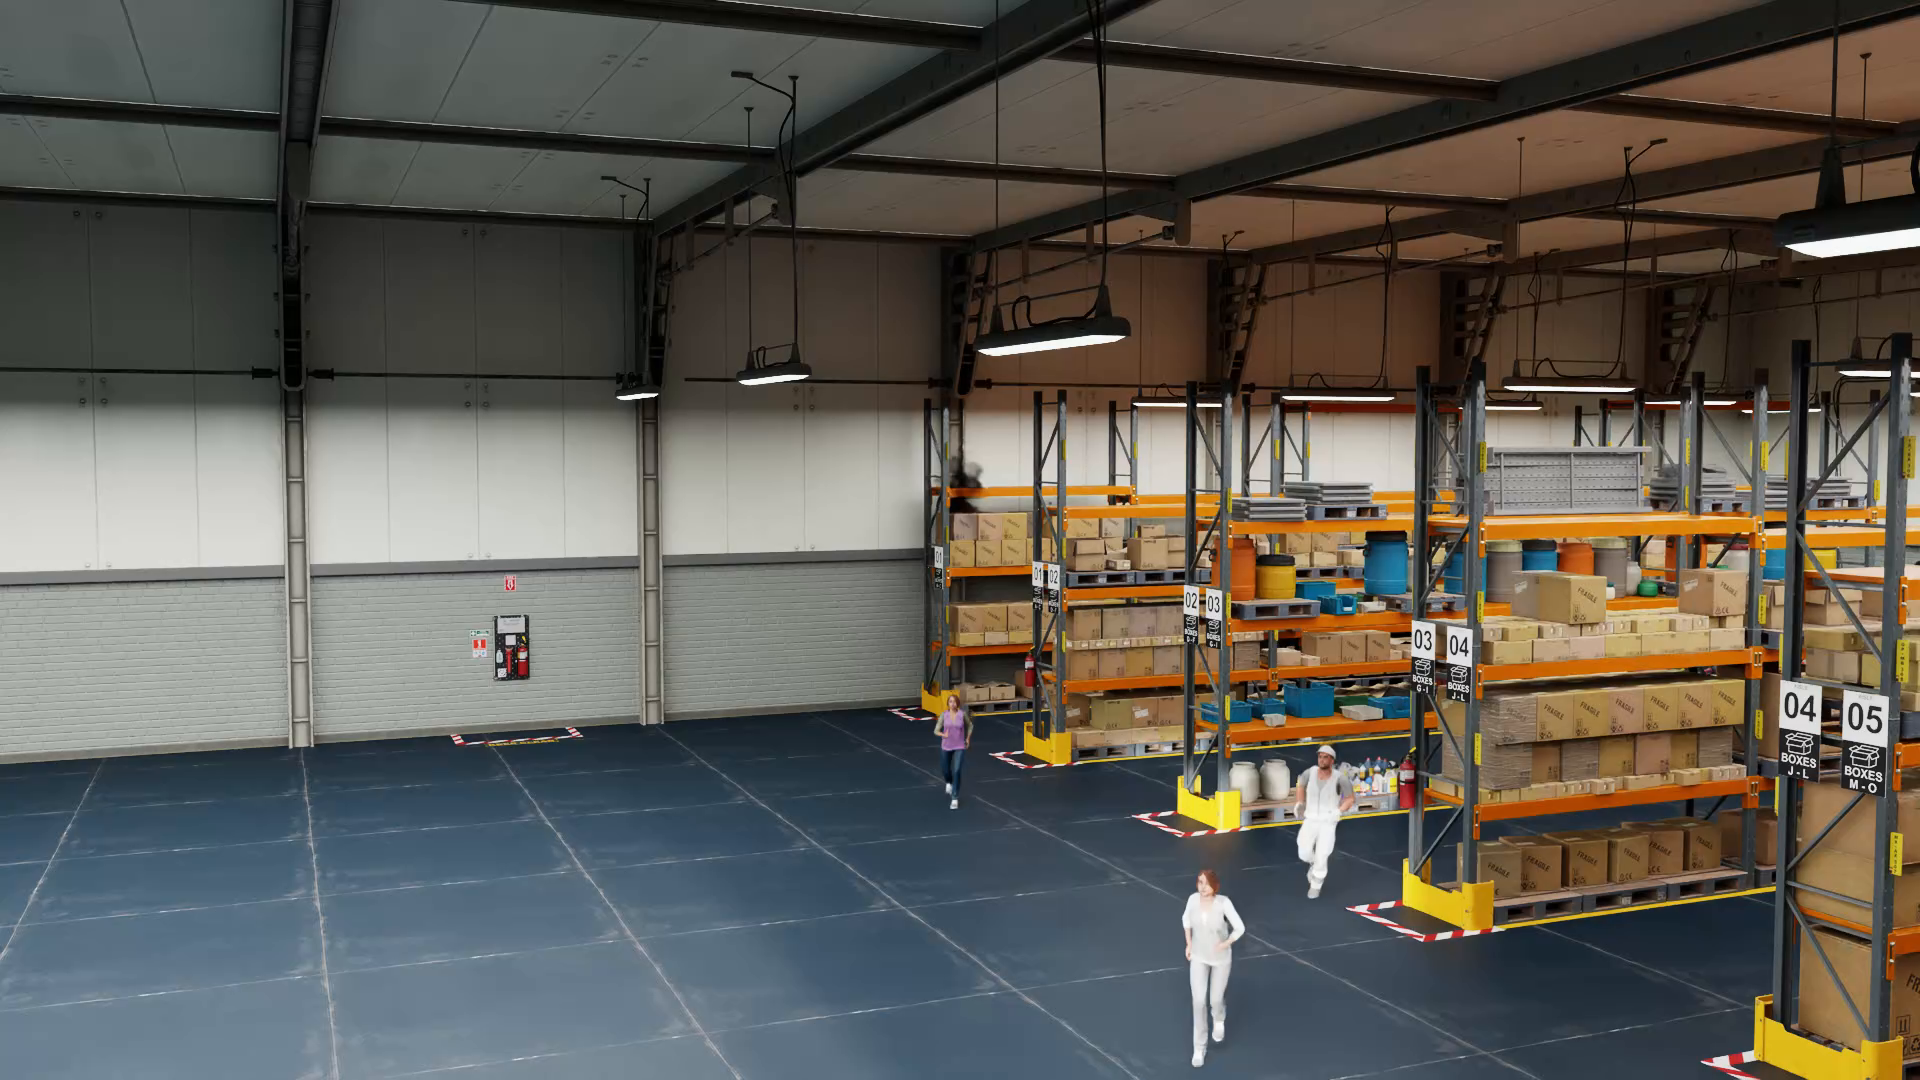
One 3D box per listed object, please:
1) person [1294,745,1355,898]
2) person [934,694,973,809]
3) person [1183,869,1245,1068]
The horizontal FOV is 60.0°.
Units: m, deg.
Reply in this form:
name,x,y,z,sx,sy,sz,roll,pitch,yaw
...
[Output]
name,x,y,z,sx,sy,sz,roll,pitch,yaw
person,4.139,3.190,18.916,0.690,1.741,0.559,2,4,30
person,-0.090,2.977,23.683,0.552,1.575,0.819,0,3,4
person,2.129,3.553,13.990,0.543,1.645,0.675,1,4,20
